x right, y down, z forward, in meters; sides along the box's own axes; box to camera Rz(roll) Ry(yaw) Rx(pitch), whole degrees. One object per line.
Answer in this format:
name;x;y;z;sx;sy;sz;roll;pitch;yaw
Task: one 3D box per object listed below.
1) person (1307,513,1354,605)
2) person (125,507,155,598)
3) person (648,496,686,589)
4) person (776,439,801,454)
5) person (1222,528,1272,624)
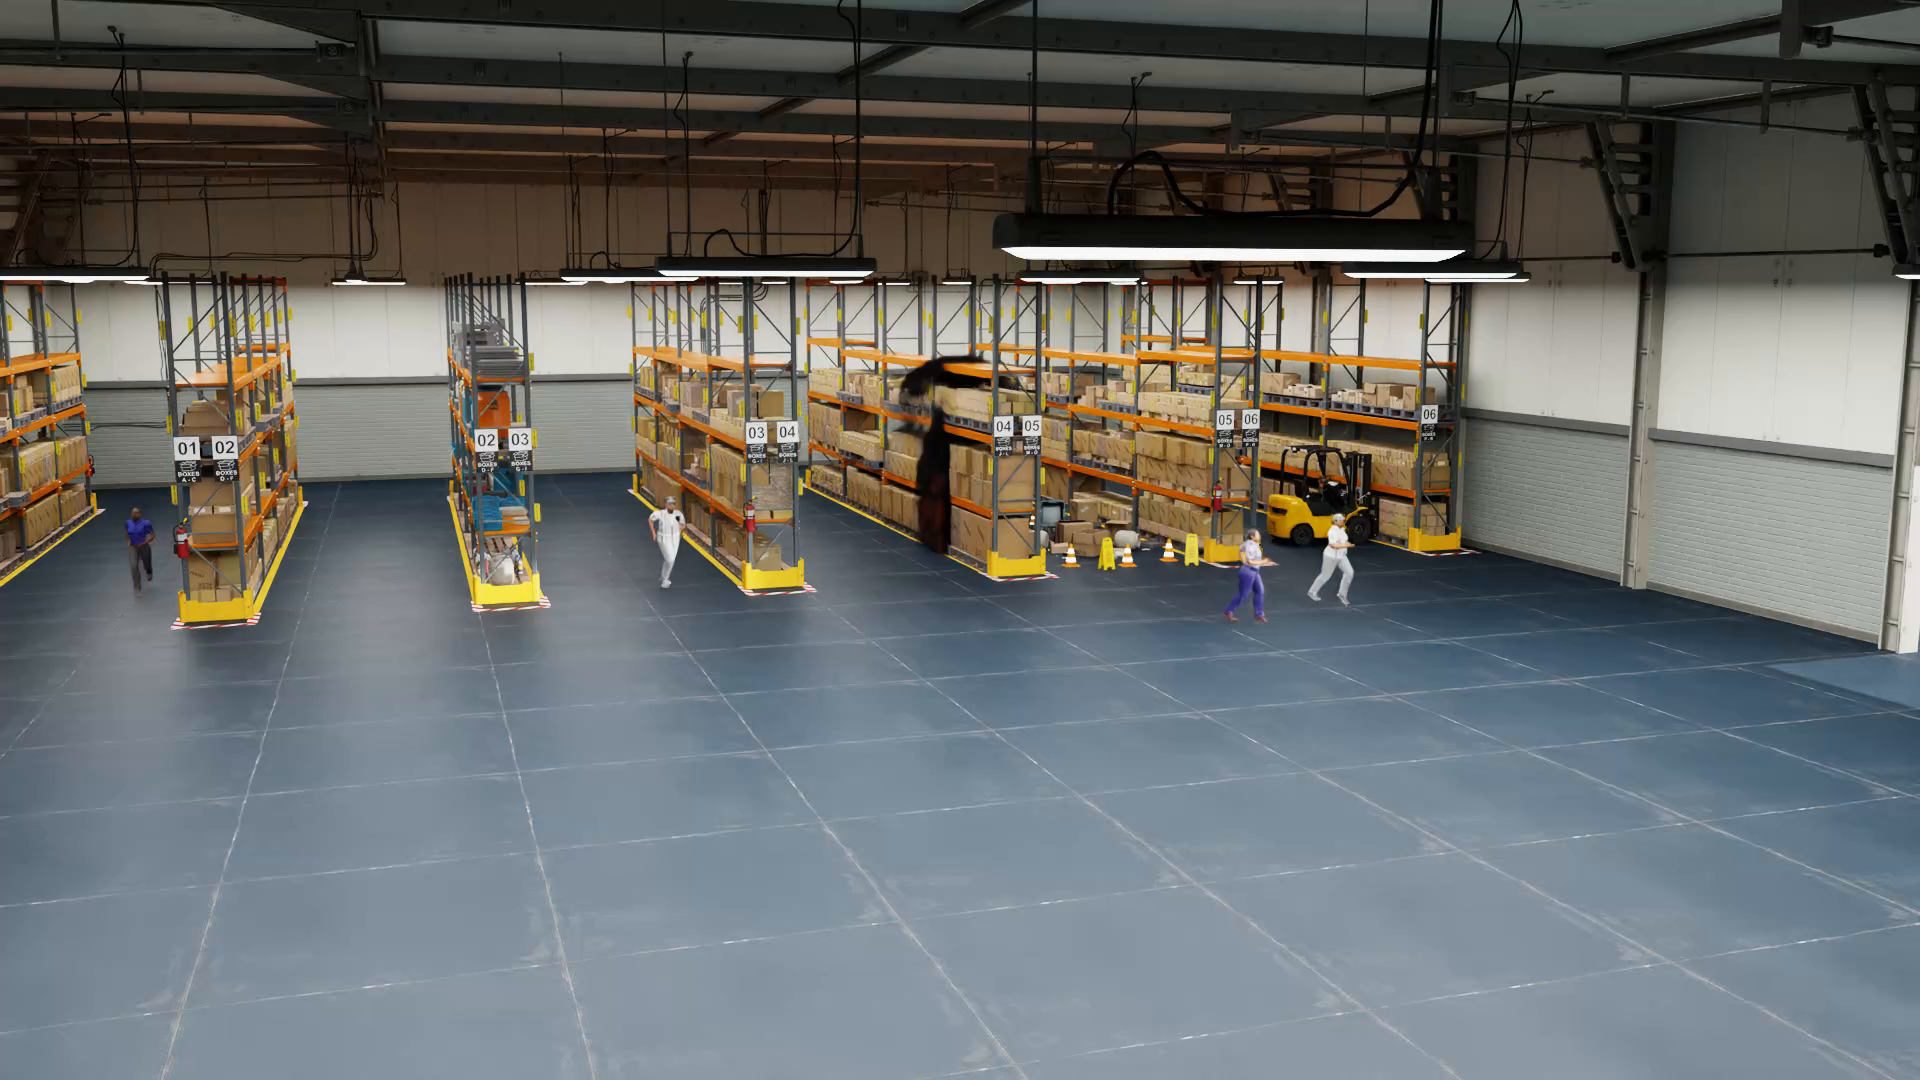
person;6.824;0.353;30.349;0.871;1.697;0.611;8;12;41
person;-15.501;0.204;31.469;0.547;1.670;1.069;-3;9;-18
person;-5.583;0.050;31.986;0.654;1.813;0.781;-6;10;-34
person;-5.104;-2.505;48.794;0.763;1.795;0.863;4;10;26
person;4.937;0.641;28.525;0.836;1.686;0.564;3;9;18
